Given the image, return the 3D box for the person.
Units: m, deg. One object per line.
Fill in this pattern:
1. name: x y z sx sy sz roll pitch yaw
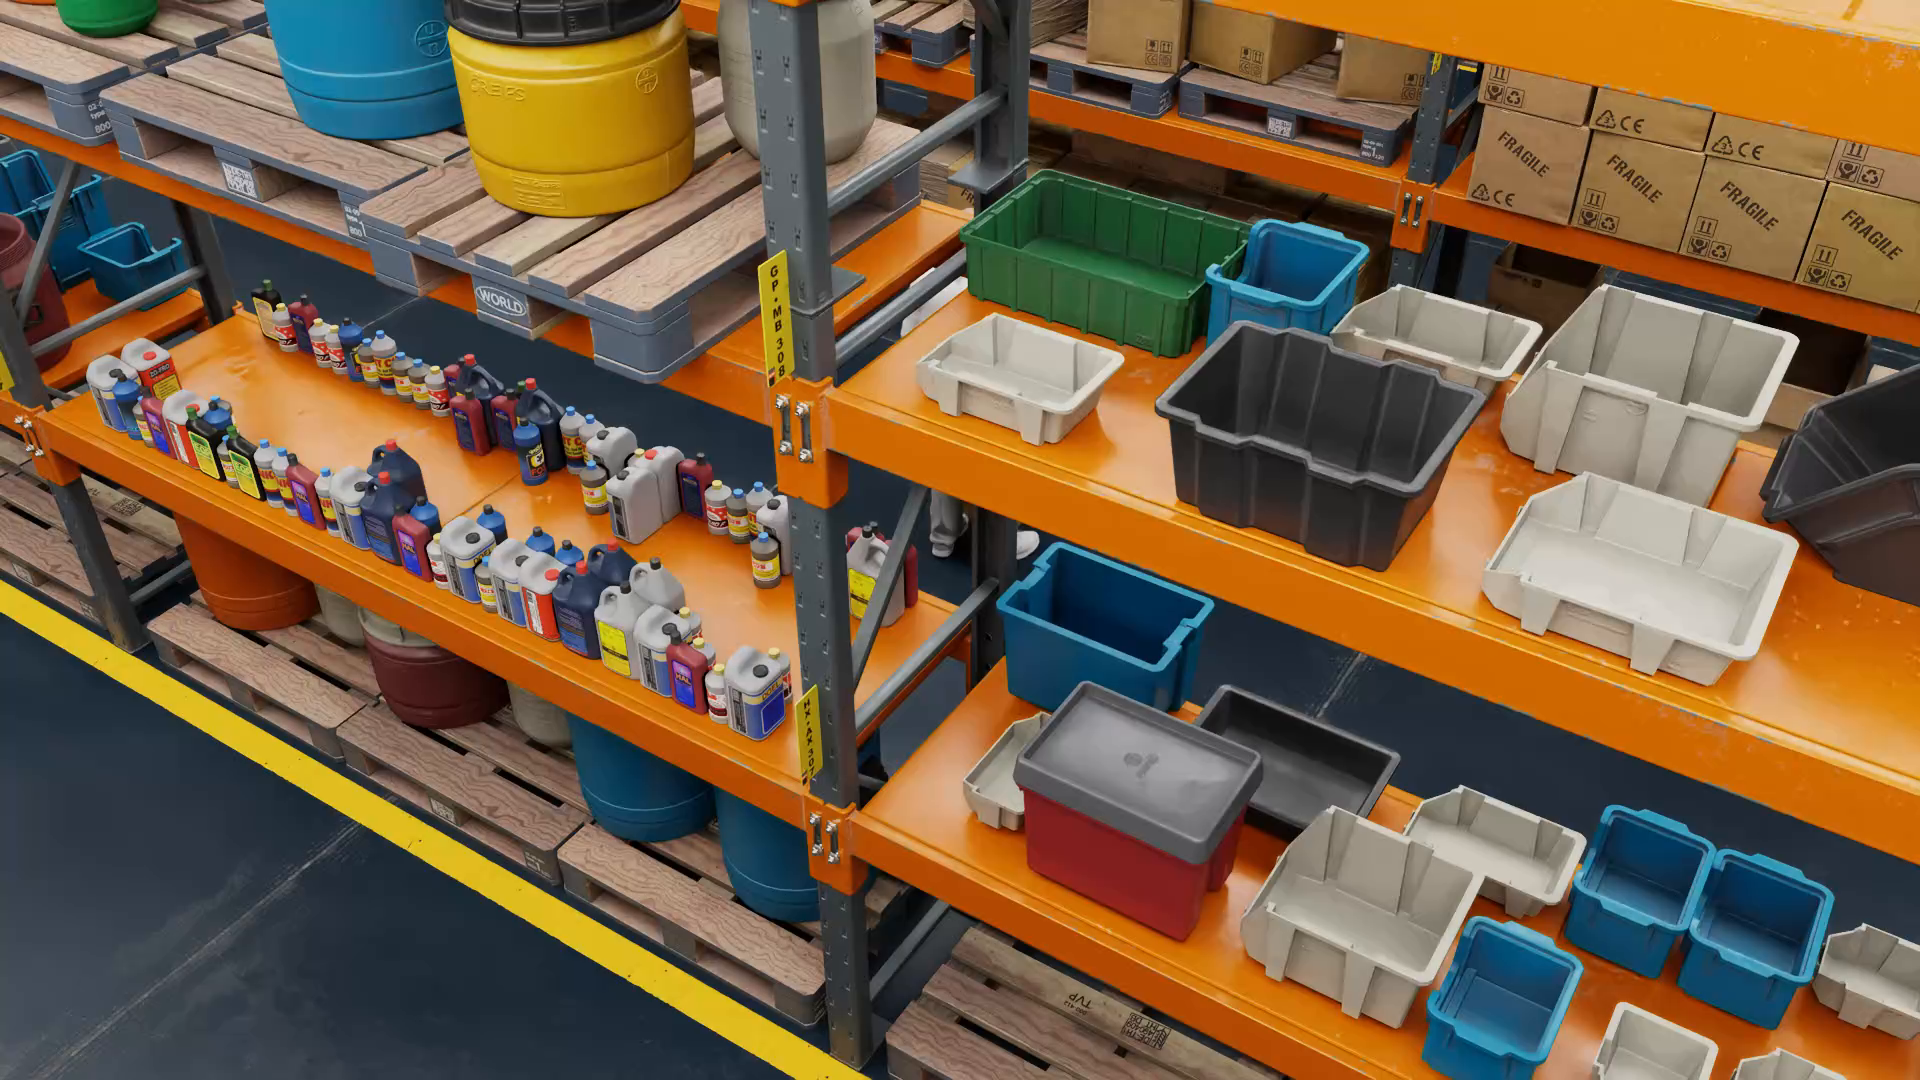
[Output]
1. person: 0.043 -0.667 7.551 0.645 1.772 0.429 19 42 23
